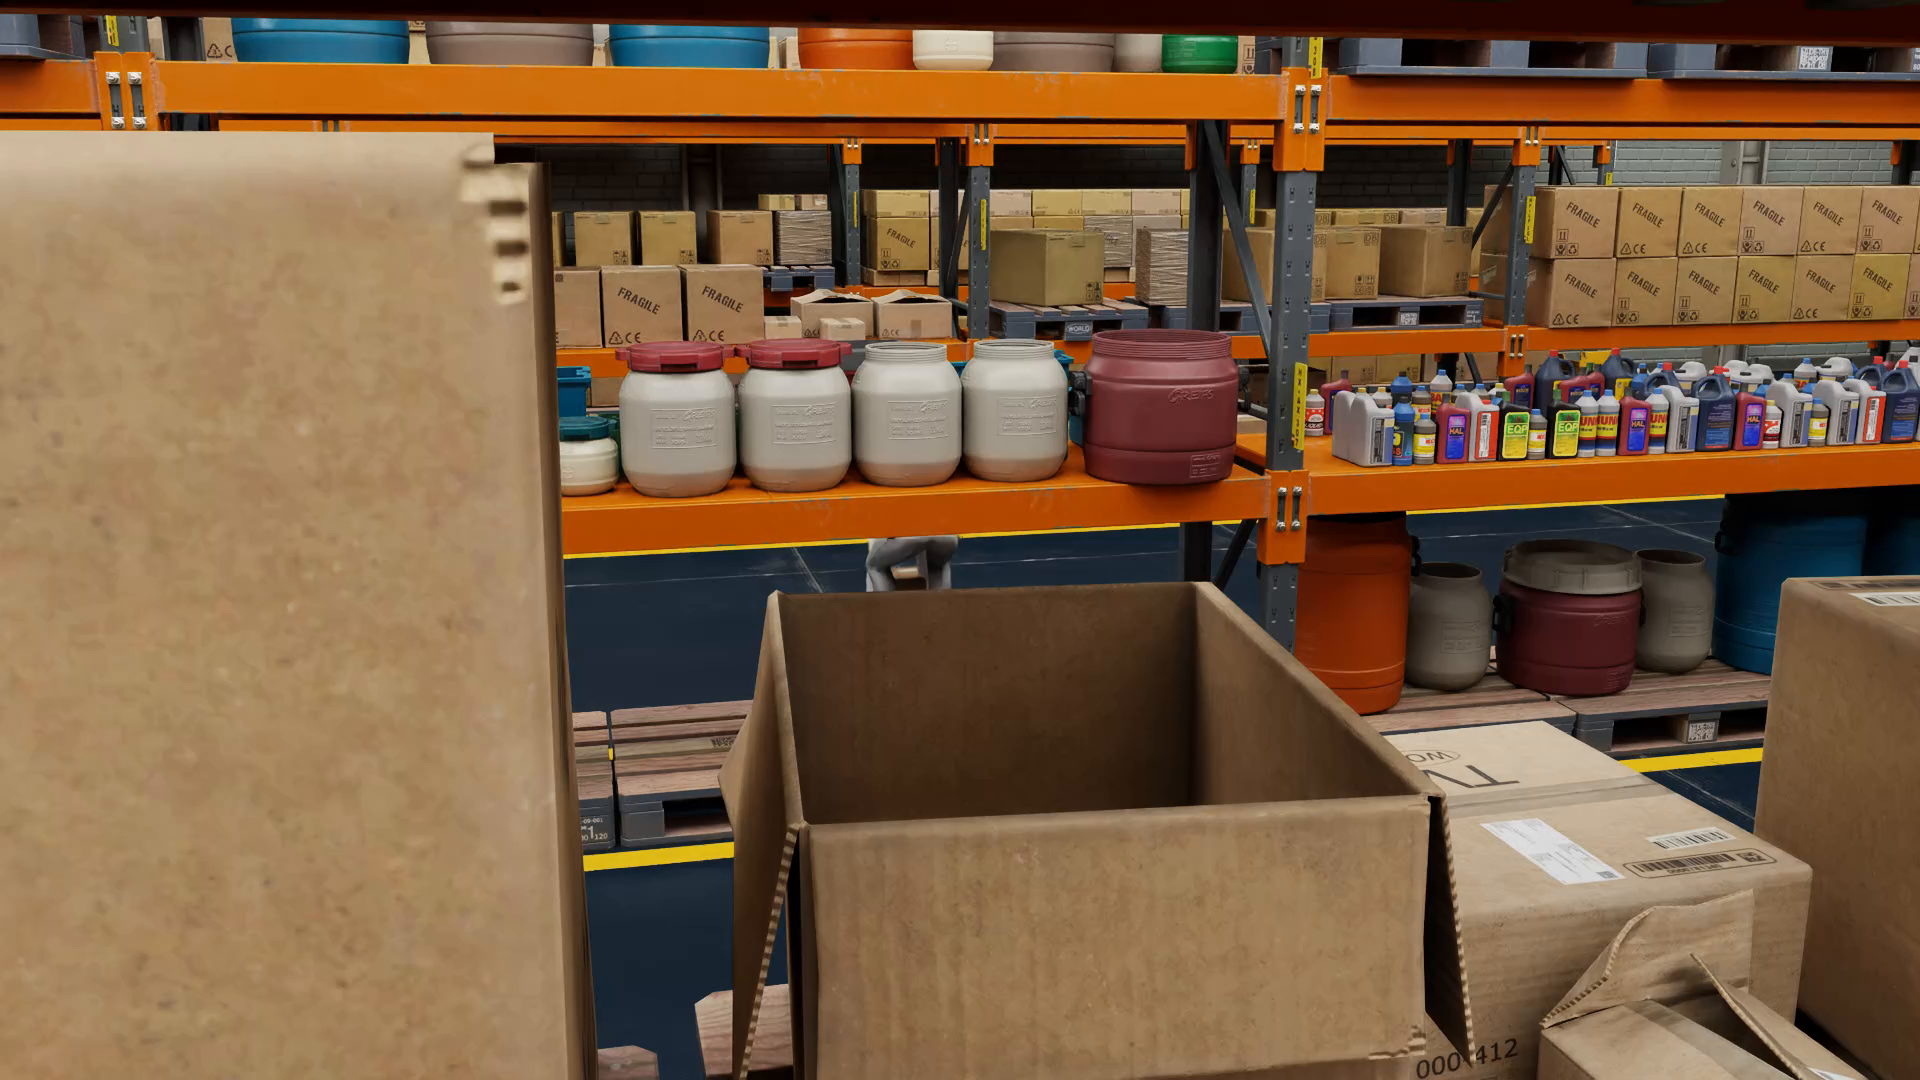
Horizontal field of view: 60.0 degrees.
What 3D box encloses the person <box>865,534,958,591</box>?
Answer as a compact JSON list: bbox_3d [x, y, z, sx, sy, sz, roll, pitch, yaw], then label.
[{"bbox_3d":[-0.275,0.113,8.913,0.468,0.833,0.894,-4,13,-15],"label":"person"}]
